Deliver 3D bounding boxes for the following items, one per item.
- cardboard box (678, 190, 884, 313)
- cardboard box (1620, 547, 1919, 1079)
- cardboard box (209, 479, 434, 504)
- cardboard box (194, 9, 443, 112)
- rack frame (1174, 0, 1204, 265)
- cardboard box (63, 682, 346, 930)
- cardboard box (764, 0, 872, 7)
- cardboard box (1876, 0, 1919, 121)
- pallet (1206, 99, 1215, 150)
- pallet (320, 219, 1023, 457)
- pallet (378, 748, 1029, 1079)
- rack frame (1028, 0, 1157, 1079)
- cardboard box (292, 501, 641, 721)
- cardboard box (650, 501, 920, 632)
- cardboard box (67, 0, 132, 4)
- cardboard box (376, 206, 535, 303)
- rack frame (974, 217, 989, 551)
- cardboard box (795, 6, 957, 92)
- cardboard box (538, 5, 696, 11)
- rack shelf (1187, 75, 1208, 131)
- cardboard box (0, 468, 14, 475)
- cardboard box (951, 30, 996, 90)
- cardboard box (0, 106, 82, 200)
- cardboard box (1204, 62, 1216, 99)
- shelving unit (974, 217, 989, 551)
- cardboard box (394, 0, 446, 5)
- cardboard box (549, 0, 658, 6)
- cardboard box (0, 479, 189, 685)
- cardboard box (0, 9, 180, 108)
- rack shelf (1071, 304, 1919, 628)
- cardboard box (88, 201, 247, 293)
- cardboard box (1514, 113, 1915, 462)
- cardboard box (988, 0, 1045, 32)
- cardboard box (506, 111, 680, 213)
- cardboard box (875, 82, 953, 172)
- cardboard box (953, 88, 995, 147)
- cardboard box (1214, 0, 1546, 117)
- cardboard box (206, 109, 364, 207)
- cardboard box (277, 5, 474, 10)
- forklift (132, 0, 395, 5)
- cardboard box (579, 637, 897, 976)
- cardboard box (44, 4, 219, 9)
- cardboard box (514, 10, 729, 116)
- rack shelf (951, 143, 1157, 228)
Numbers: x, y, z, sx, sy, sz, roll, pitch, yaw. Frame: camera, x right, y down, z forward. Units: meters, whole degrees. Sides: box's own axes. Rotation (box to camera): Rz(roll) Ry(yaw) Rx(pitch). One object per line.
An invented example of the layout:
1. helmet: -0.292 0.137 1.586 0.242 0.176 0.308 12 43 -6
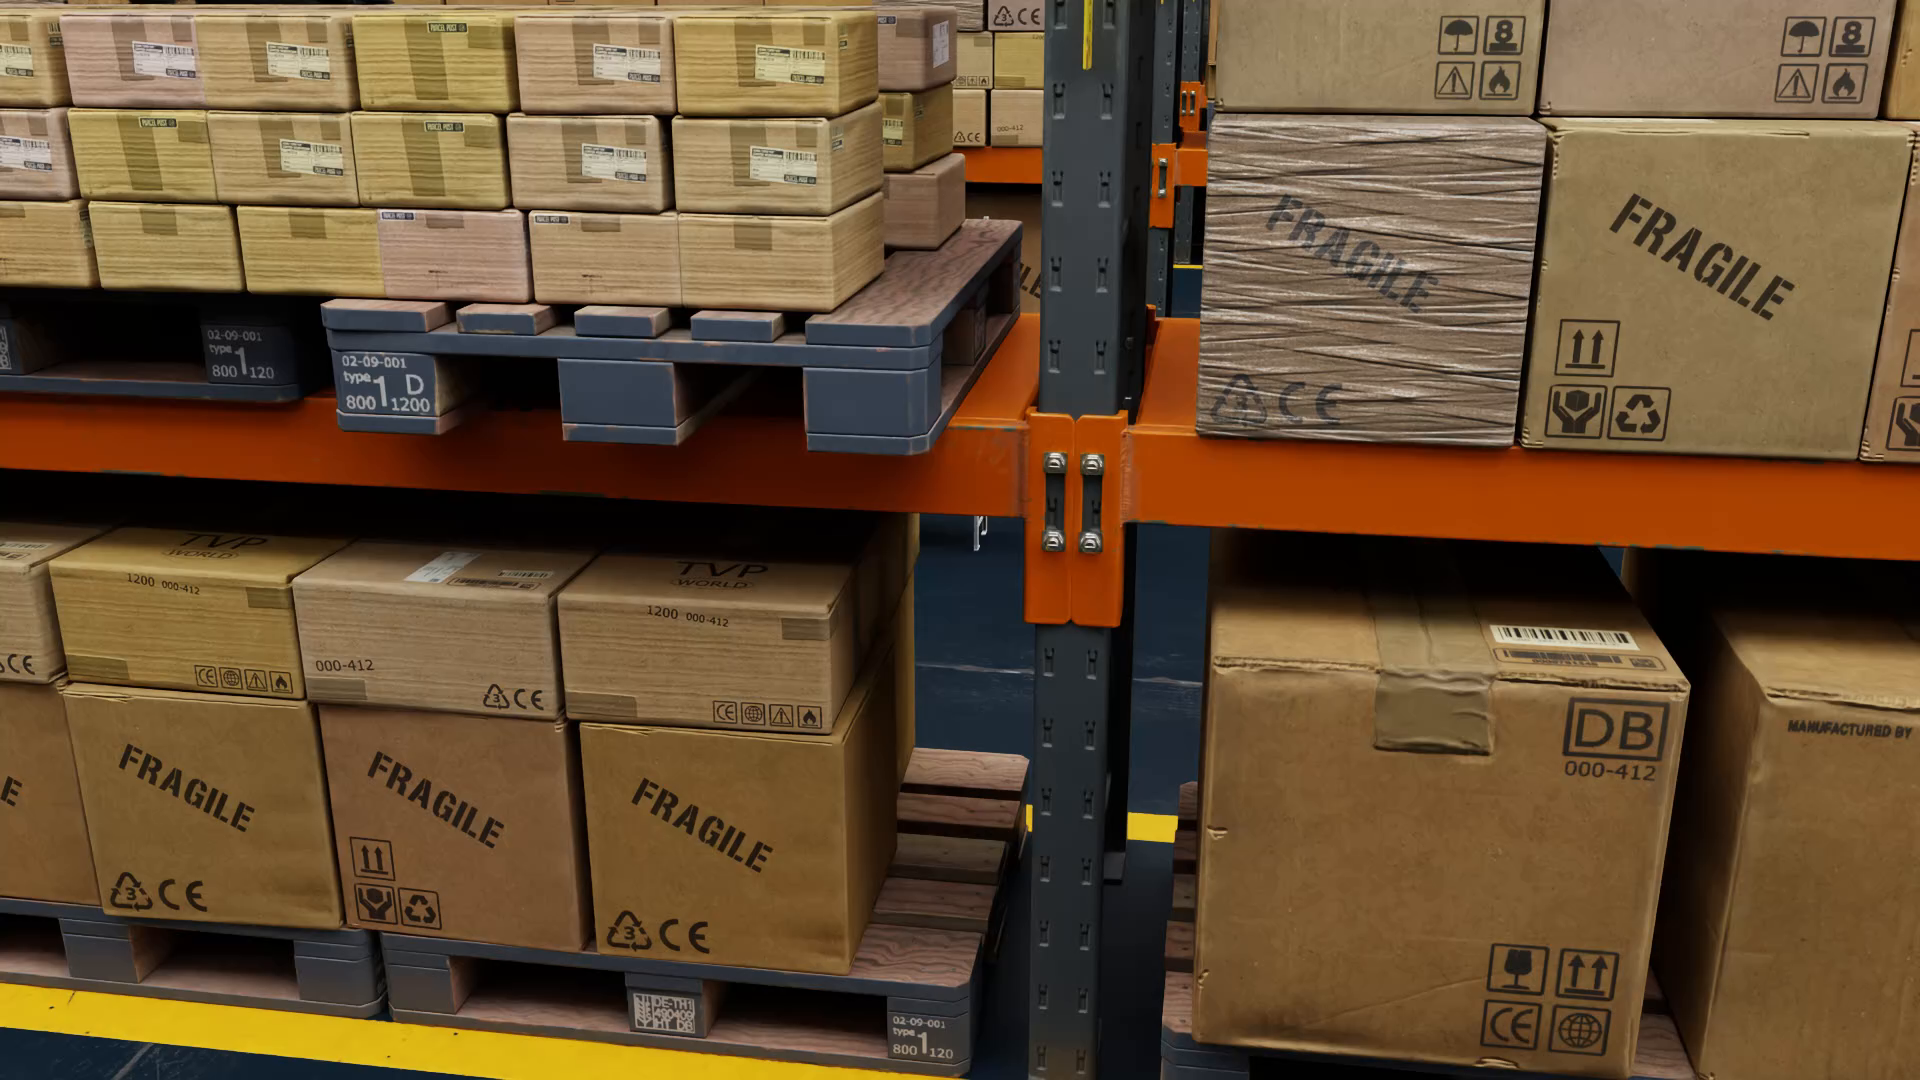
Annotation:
1. cardboard box: -0.289 -0.491 2.778 0.250 0.149 0.380 3 19 10
2. cardboard box: 1.721 0.439 3.147 0.750 0.750 1.050 3 19 9
3. cardboard box: -1.359 -0.065 3.865 0.500 0.250 0.500 3 19 9
4. cardboard box: -1.056 -0.812 2.800 0.250 0.149 0.380 3 19 10
5. rack frame: 1.740 -3.641 12.459 0.127 3.000 1.000 3 19 9
6. cardboard box: -1.457 0.456 3.491 0.500 0.500 0.500 2 19 6
7. cardboard box: -0.593 -2.602 7.620 0.500 0.500 0.500 3 19 9
8. cardboard box: 1.719 -0.976 2.759 0.500 0.500 0.700 3 19 8
9. pallet: 1.677 -1.993 7.834 1.003 0.211 1.213 3 19 9
10. pallet: -0.450 -0.442 3.199 1.003 0.211 1.213 3 19 9
11. pallet: -0.501 0.752 3.722 1.213 0.211 1.003 3 19 9
12. rack frame: 0.271 -0.530 3.161 0.127 3.000 1.000 3 19 9
13. cardboard box: -0.946 0.126 3.295 0.500 0.250 0.500 3 19 9
14. cardboard box: -0.372 -0.010 3.702 0.500 0.250 0.500 2 19 6
15. cardboard box: -4.003 -2.774 8.134 0.500 0.500 0.500 3 19 8
16. cardboard box: -0.788 -0.517 2.855 0.250 0.149 0.380 3 19 10
17. rack frame: 0.077 -0.565 6.101 0.015 1.200 0.240 3 19 9
18. cardboard box: -0.159 -0.977 3.291 0.250 0.149 0.380 3 19 9
19. cardboard box: -0.662 -1.003 3.369 0.250 0.149 0.380 3 19 8
20. rack shelf: 3.714 -3.200 12.272 4.000 0.370 1.077 3 19 9
21. cardboard box: -2.398 -0.113 4.008 0.500 0.250 0.500 4 19 11
22. cardboard box: -0.069 -2.222 7.664 0.500 0.250 0.500 2 19 7
23. cardboard box: -1.563 -0.698 2.927 0.250 0.149 0.380 3 19 10
24. cardboard box: 1.248 -2.092 7.561 0.250 0.149 0.380 2 19 5
25. shelving unit: -0.163 -0.577 6.138 0.503 1.200 0.258 3 19 9
26. cardboard box: -2.604 -2.697 7.903 0.500 0.500 0.500 3 19 9
27. cardboard box: -1.603 -2.654 7.774 0.500 0.500 0.500 2 19 7
28. cardboard box: -1.962 0.072 3.456 0.500 0.250 0.500 4 19 11
29. cardboard box: -1.562 -0.839 2.881 0.250 0.149 0.380 4 19 11
30. rack shelf: 2.245 -0.089 2.974 4.000 0.370 1.077 3 19 9
31. cardboard box: -1.300 -0.544 2.935 0.250 0.149 0.380 2 19 6
32. cardboard box: 1.174 -0.446 2.751 0.500 0.500 0.500 3 19 8
33. cardboard box: 0.404 -2.552 7.469 0.500 0.500 0.500 2 19 7
34. cardboard box: -0.553 -0.647 2.773 0.250 0.149 0.380 4 19 11
35. cardboard box: -0.174 -0.839 3.347 0.250 0.149 0.380 4 19 11
36. cardboard box: -0.091 -1.980 7.730 0.500 0.250 0.500 3 19 10
37. cardboard box: 0.712 -1.026 2.909 0.500 0.500 0.700 3 19 8
38. cardboard box: -1.060 -0.672 2.849 0.250 0.149 0.380 3 19 9
39. cardboard box: -1.191 -1.029 3.449 0.250 0.149 0.380 4 19 11
40. forklift: -2.759 -1.378 5.803 3.031 2.935 1.130 0 19 0
41. cardboard box: -0.420 0.505 3.345 0.500 0.500 0.500 3 19 8
42. cardboard box: -1.698 -1.056 3.528 0.250 0.149 0.380 3 19 8
43. cardboard box: -0.533 -0.787 2.724 0.250 0.149 0.380 3 19 8
44. rack shelf: -1.019 -1.846 8.226 4.000 0.370 1.077 3 19 9
